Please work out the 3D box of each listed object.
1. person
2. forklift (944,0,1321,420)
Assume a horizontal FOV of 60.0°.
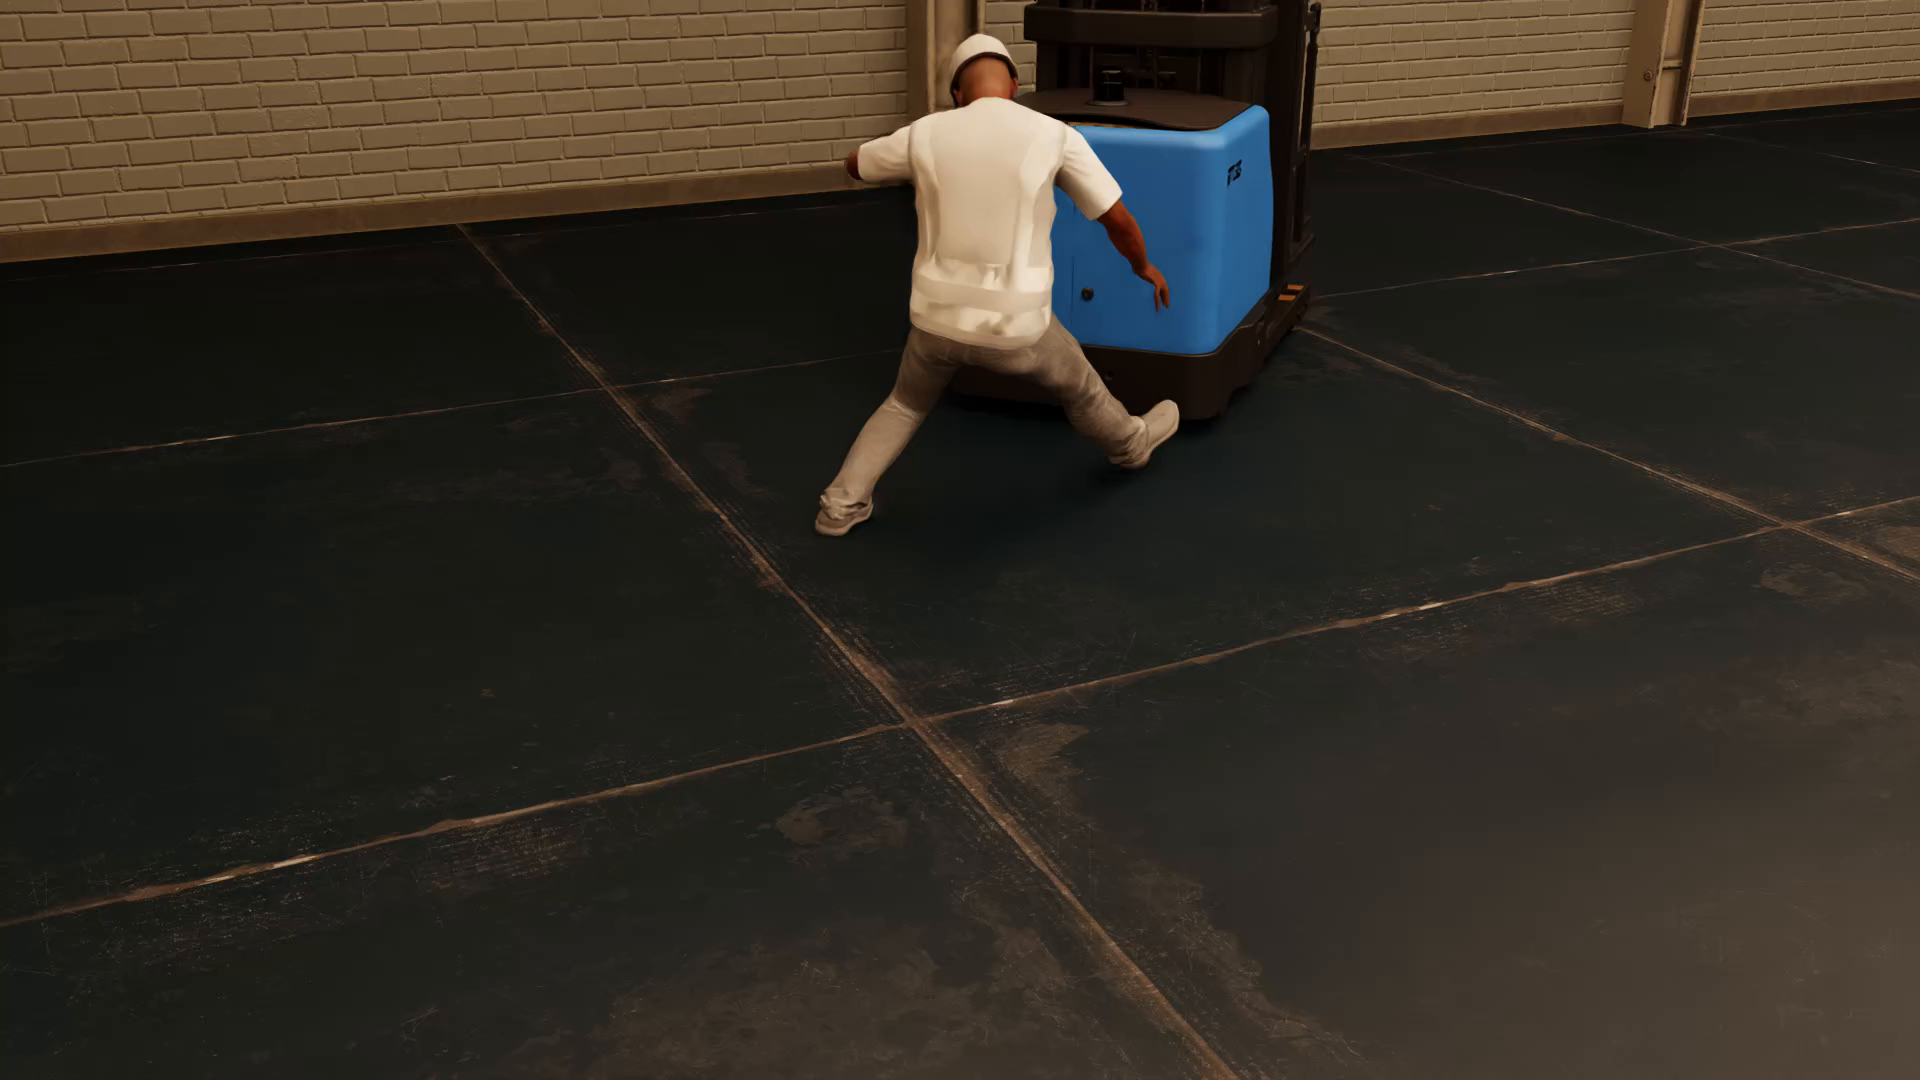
[{"bbox_3d":[0.147,-0.816,5.186,0.981,1.469,1.077,7,24,17],"label":"person"},{"bbox_3d":[0.937,-2.317,6.862,1.130,2.935,3.031,8,24,19],"label":"forklift"}]
